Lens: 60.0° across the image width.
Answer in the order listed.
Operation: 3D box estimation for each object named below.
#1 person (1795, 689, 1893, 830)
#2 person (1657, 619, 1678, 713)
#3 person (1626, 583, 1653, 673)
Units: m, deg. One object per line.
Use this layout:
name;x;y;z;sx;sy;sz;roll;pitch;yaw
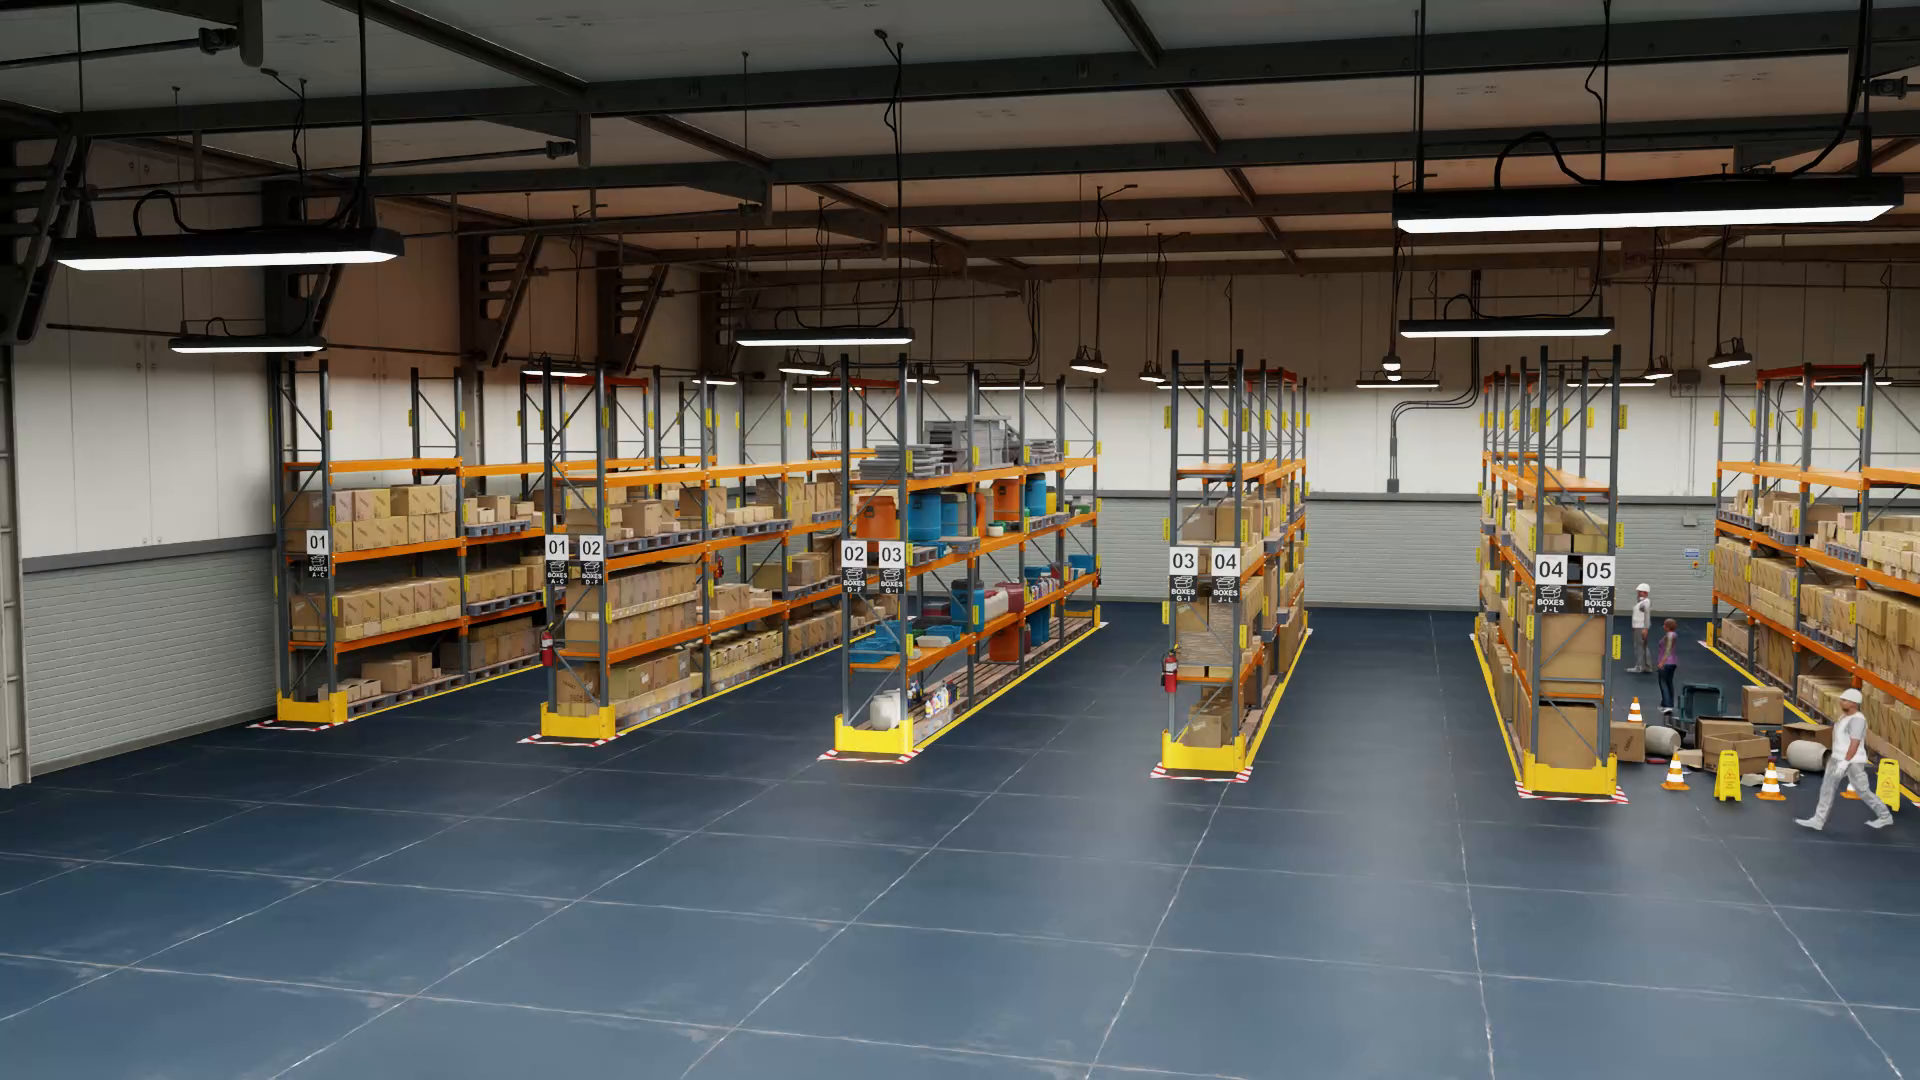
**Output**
person;10.788;2.681;20.182;1.054;1.753;0.518;0;4;-6
person;12.169;2.162;28.635;0.499;1.628;0.375;-3;5;-39
person;13.543;1.748;33.059;0.453;1.776;0.555;2;5;30
